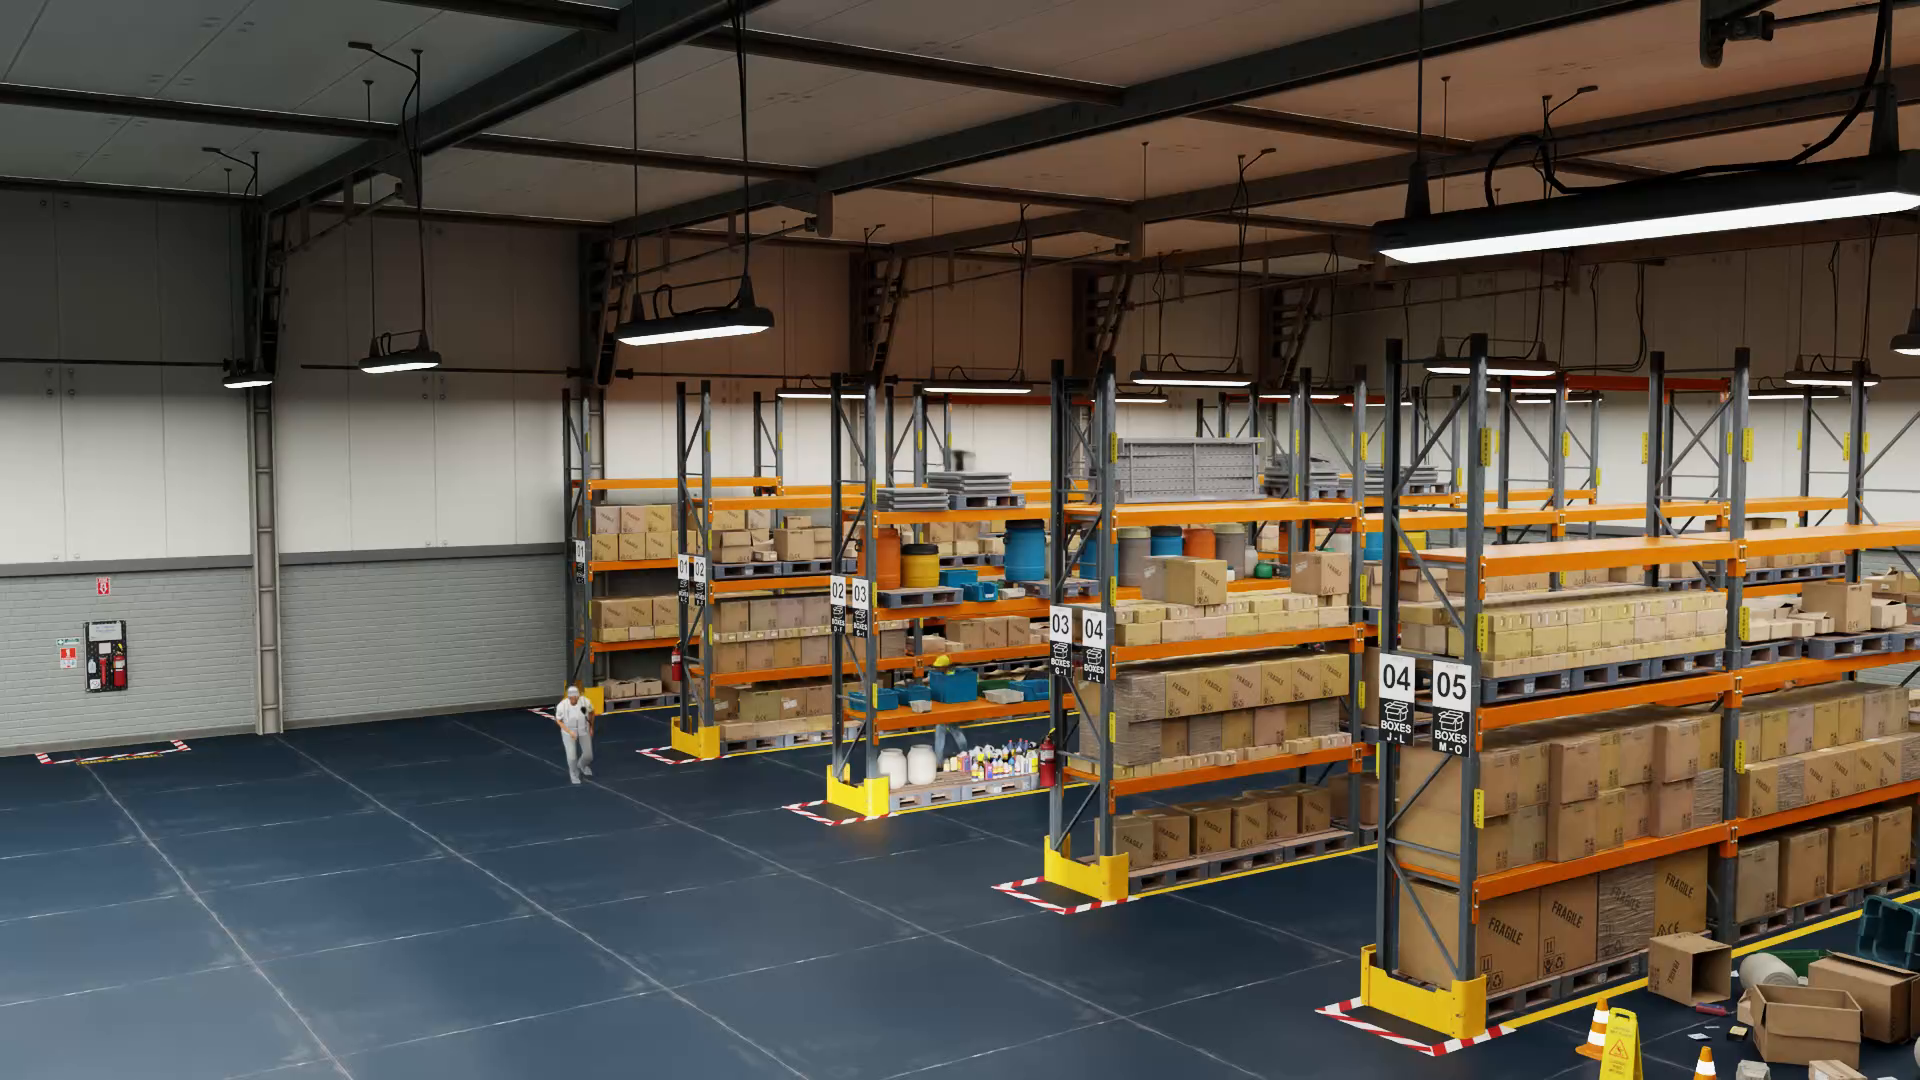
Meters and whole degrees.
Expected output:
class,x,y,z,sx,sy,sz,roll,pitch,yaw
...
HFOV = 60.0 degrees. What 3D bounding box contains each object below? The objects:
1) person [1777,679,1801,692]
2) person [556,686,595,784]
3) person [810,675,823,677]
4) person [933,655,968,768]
class,x,y,z,sx,sy,sz,roll,pitch,yaw
person,12.028,2.768,24.211,0.685,1.717,0.545,-3,5,-42
person,-5.653,2.849,24.455,0.570,1.507,0.870,-1,4,-20
person,-2.594,2.337,30.890,0.697,1.715,0.768,2,4,34
person,-0.228,2.646,25.728,0.767,1.754,0.761,0,4,2
